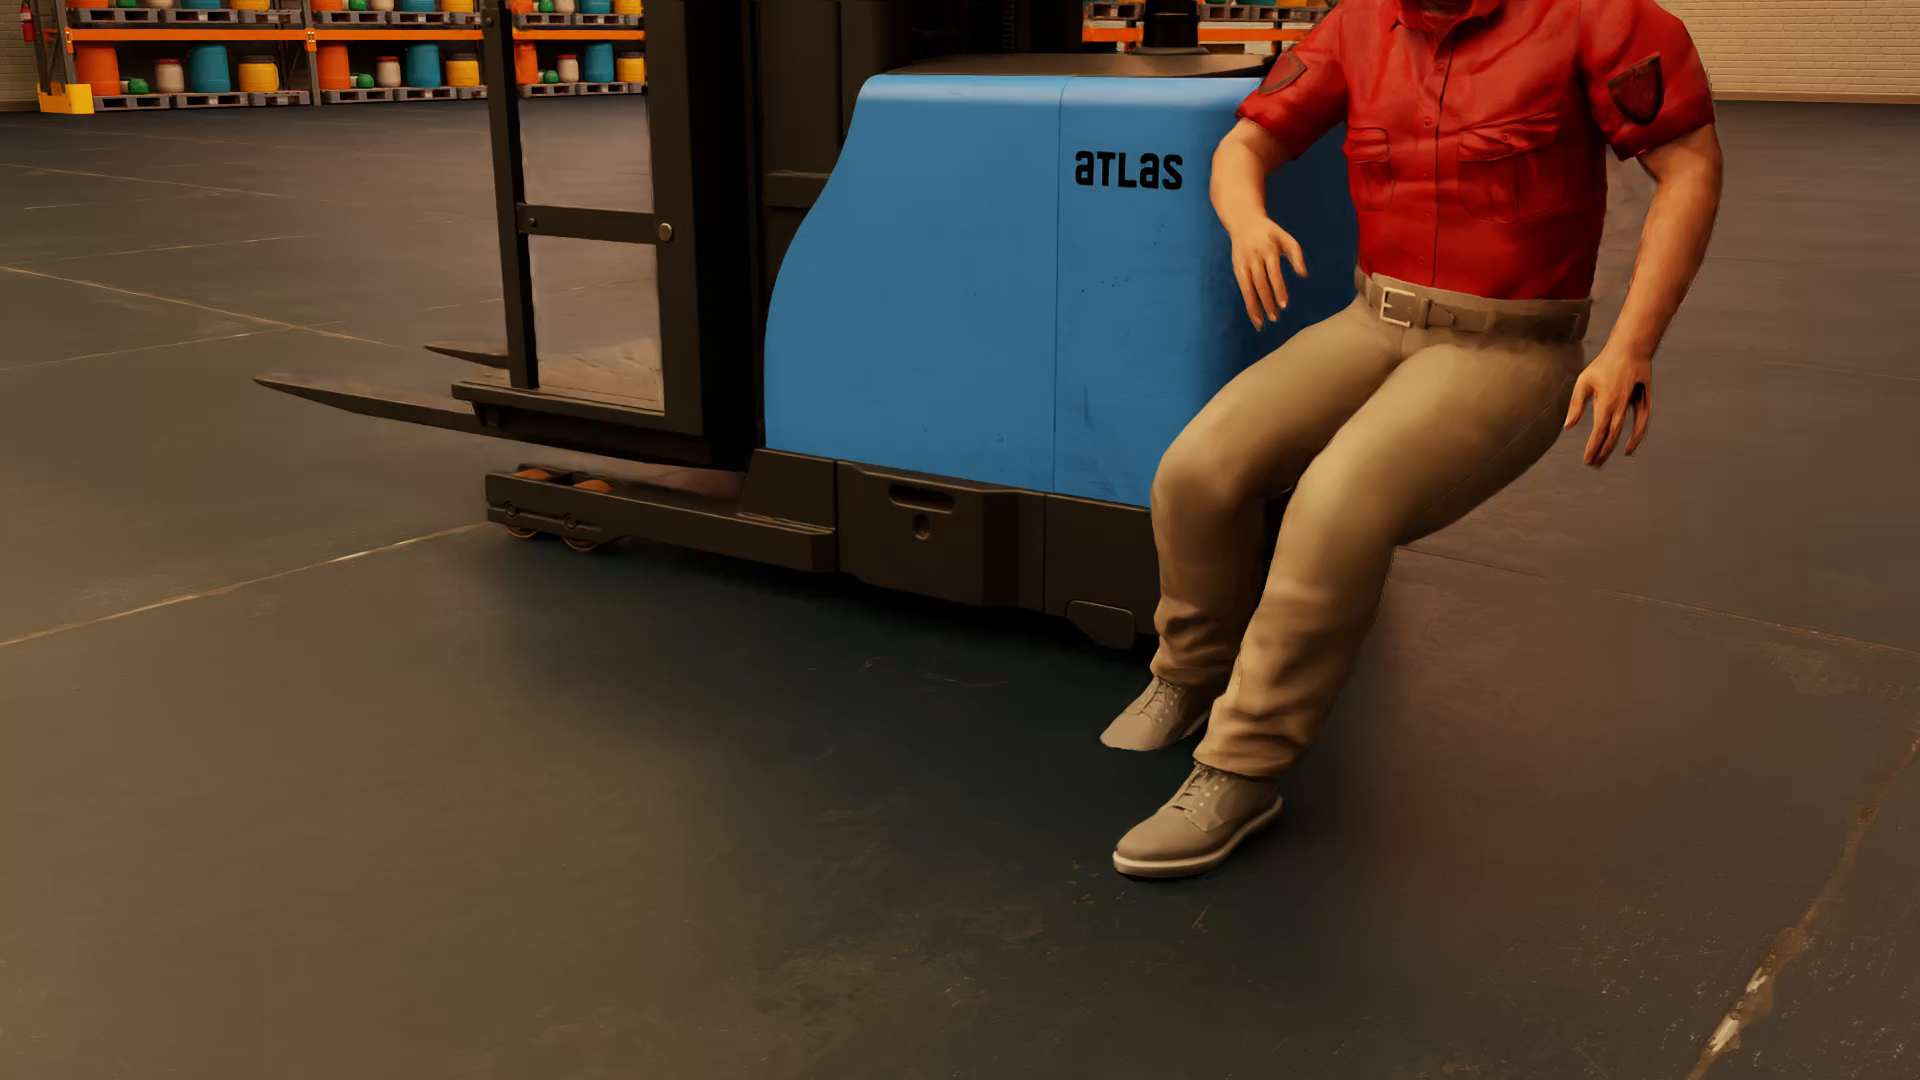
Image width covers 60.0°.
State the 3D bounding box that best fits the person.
[{"bbox_3d":[0.569,-0.274,2.450,0.905,1.516,0.776,-15,23,-41],"label":"person"}]

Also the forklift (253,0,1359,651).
[{"bbox_3d":[-0.526,-1.494,3.817,3.031,2.935,1.130,10,20,30],"label":"forklift"}]
